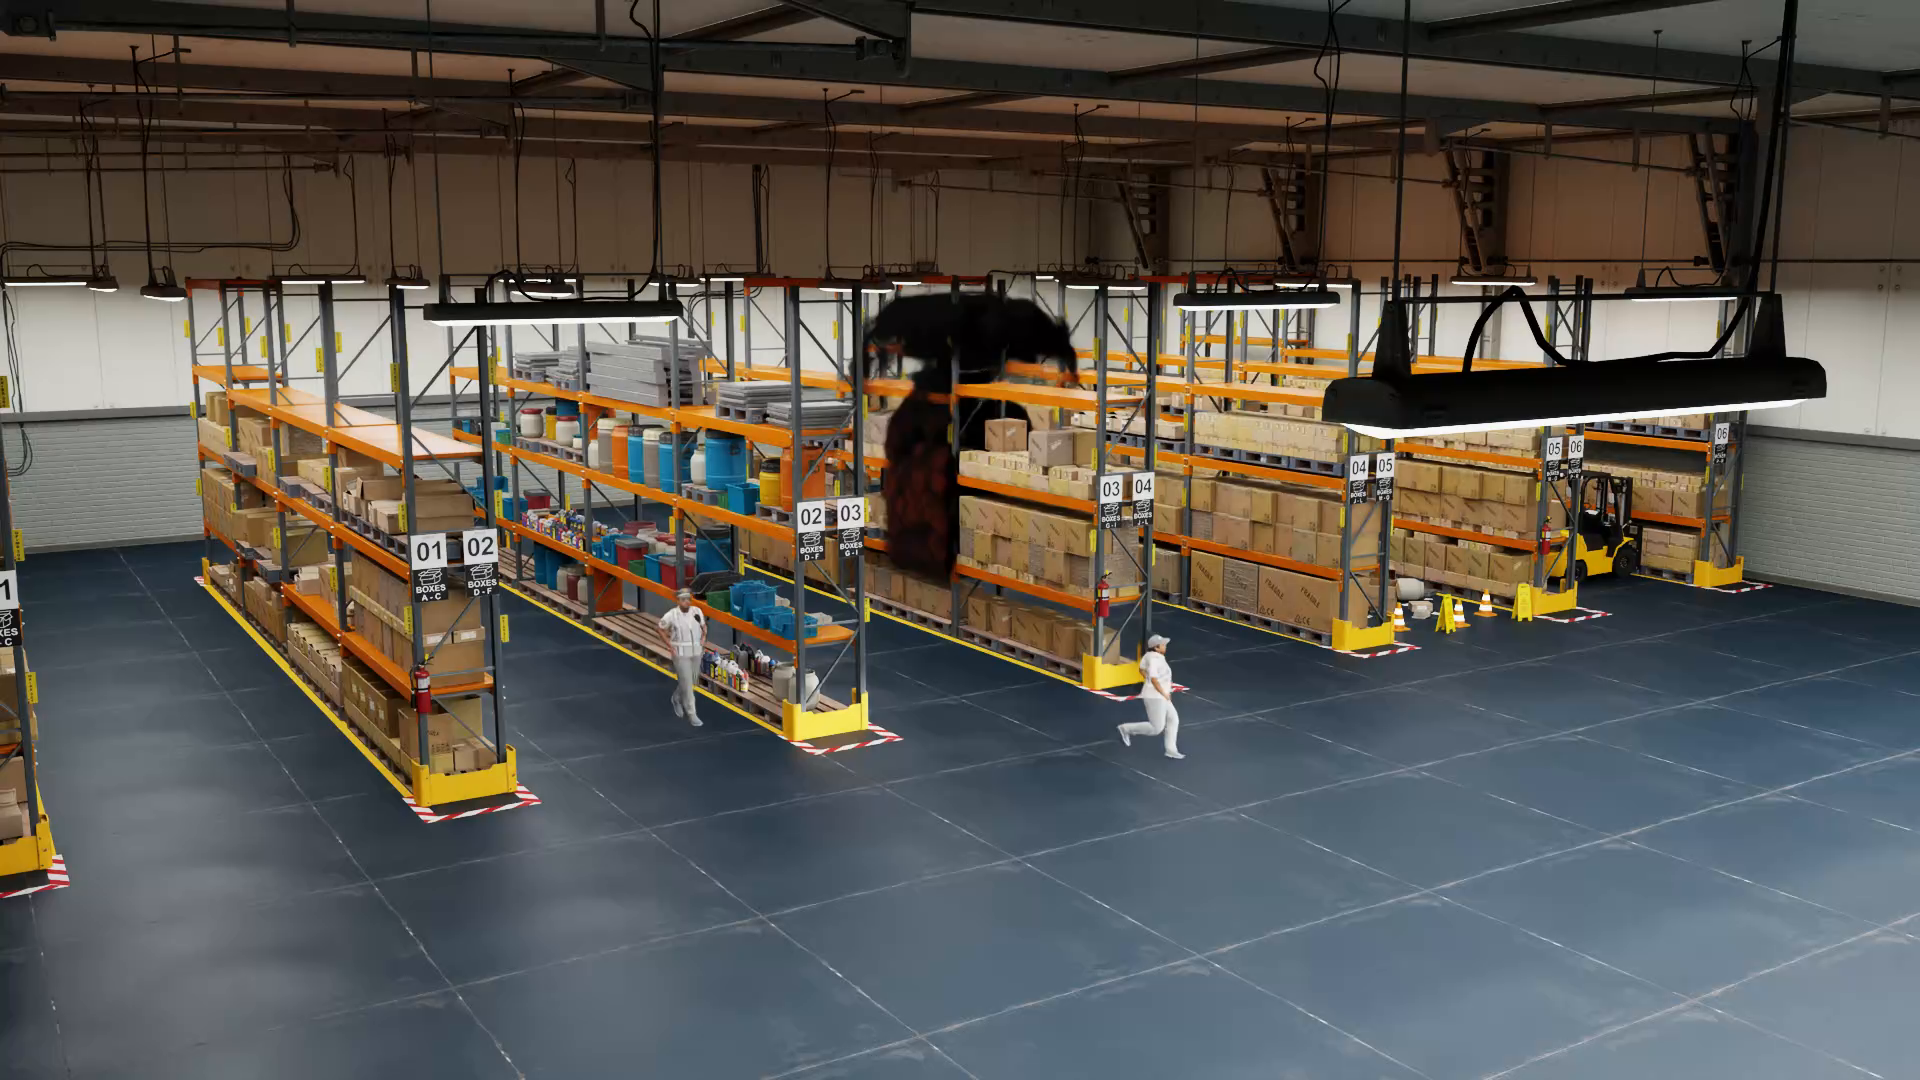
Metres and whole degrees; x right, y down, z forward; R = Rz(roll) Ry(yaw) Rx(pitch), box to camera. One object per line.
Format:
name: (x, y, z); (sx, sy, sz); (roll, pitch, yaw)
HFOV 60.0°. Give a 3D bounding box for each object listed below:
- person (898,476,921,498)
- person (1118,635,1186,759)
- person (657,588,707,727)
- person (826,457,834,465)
person: (-1.040, -0.573, 36.560); (0.555, 1.692, 0.771); (-7, 12, -34)
person: (2.470, 2.018, 21.270); (0.890, 1.646, 0.595); (1, 10, 4)
person: (-3.613, 1.509, 22.023); (0.648, 1.810, 0.763); (-7, 12, -38)
person: (-3.216, -1.261, 40.659); (0.623, 1.601, 0.688); (0, 10, 0)
